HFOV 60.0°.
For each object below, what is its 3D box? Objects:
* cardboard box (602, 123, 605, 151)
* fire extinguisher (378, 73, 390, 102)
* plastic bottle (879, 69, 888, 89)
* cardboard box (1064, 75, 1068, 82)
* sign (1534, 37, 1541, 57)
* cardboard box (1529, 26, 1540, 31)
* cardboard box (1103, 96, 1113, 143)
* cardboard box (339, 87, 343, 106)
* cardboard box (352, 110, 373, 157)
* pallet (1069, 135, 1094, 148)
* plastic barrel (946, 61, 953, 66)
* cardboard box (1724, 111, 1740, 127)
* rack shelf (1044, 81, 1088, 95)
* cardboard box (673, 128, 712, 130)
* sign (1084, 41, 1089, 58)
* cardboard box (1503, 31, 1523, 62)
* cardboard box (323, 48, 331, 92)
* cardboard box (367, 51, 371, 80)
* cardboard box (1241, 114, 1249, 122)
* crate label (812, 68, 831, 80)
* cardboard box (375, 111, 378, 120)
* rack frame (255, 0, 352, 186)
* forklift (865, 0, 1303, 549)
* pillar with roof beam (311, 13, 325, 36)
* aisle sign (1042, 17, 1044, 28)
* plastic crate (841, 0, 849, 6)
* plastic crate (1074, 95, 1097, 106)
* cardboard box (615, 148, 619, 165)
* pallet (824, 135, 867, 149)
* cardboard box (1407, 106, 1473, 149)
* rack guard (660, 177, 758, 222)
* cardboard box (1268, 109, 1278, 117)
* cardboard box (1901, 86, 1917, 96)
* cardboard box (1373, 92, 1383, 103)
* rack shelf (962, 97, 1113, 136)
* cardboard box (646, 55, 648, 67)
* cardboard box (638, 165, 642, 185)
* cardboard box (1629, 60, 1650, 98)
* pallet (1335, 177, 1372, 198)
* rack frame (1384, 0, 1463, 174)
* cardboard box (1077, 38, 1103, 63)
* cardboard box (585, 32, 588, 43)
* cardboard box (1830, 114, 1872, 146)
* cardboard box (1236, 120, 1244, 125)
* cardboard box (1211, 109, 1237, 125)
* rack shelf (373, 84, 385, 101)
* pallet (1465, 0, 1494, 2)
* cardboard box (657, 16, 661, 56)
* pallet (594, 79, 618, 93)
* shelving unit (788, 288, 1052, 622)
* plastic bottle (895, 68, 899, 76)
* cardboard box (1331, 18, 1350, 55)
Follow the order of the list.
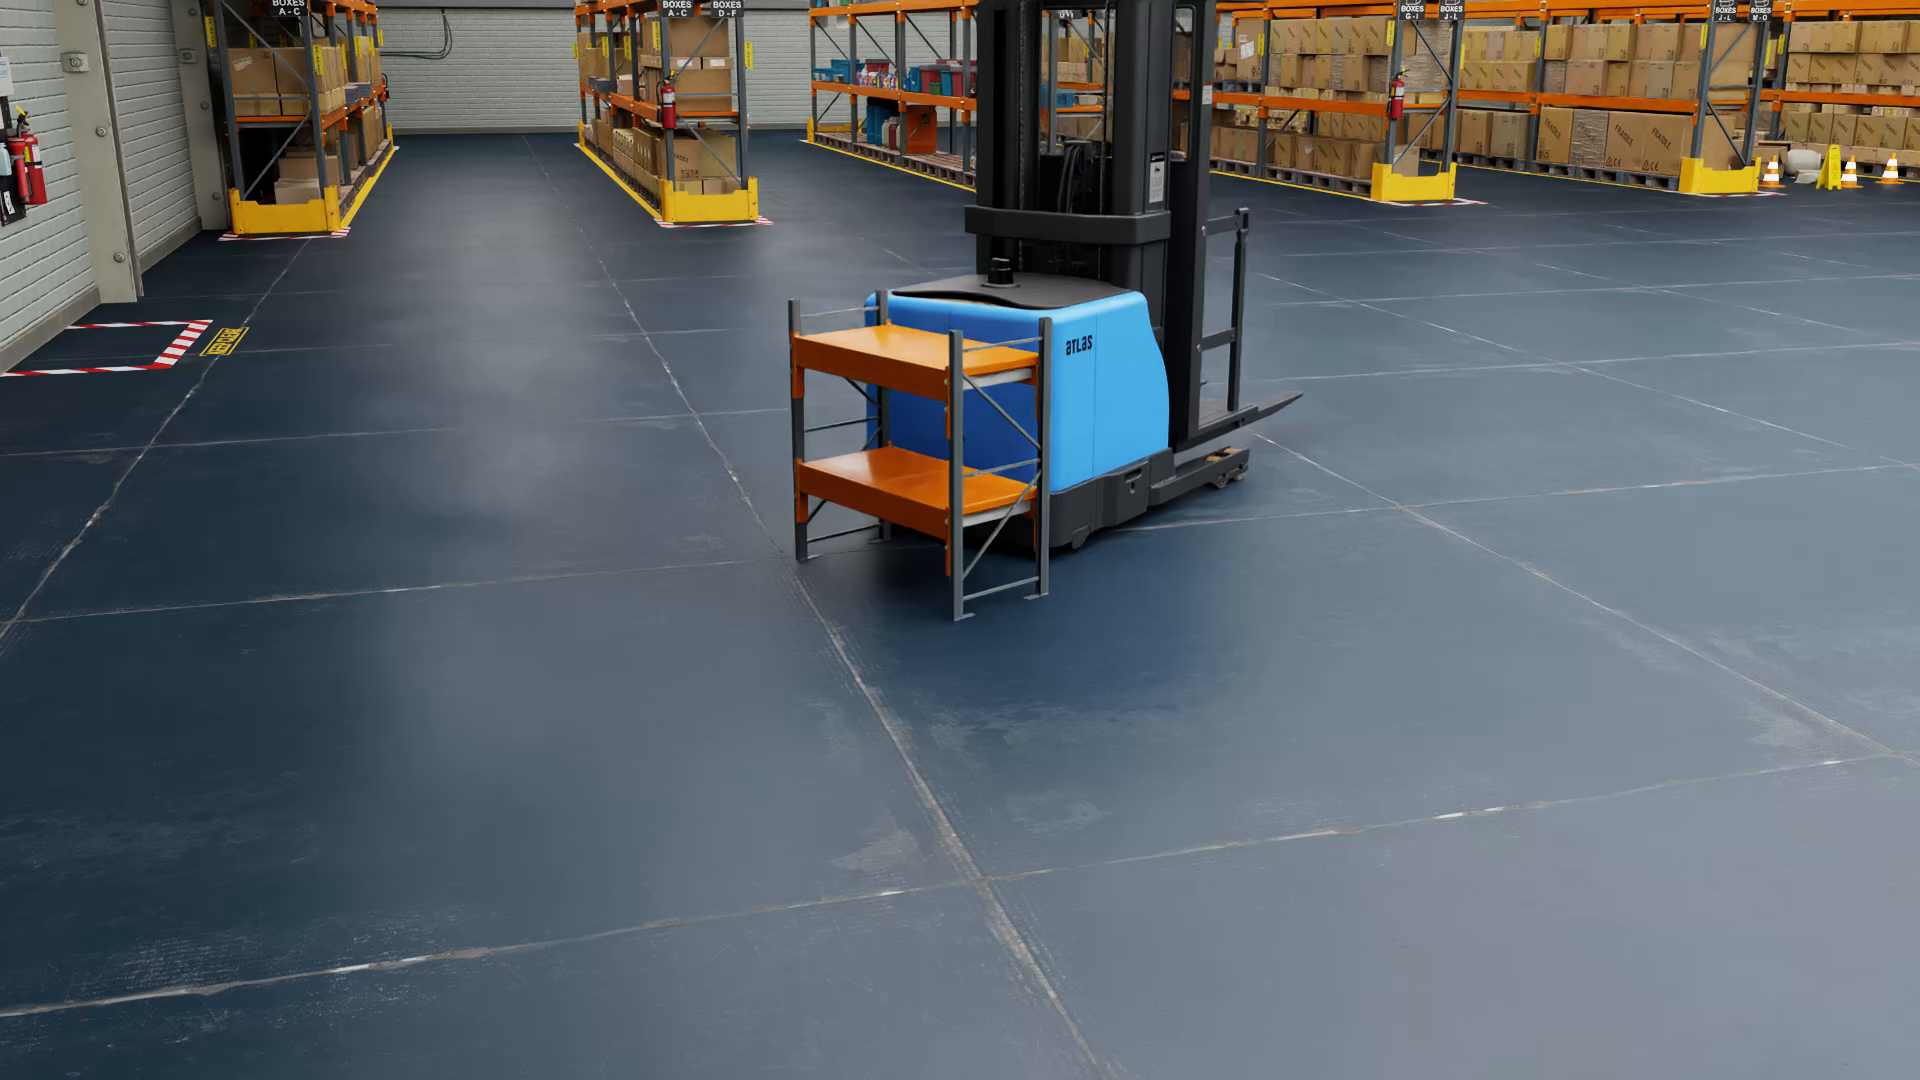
[{"bbox_3d":[-6.237,-7.339,30.252,0.500,0.500,0.500,-4,17,-15],"label":"cardboard box"},{"bbox_3d":[-11.882,-9.341,34.117,0.296,0.674,0.183,-5,17,-15],"label":"fire extinguisher"},{"bbox_3d":[-1.399,-8.467,30.510,0.144,0.351,0.185,-5,17,-15],"label":"plastic bottle"},{"bbox_3d":[2.421,-9.769,35.198,0.380,0.149,0.250,-4,17,-14],"label":"cardboard box"},{"bbox_3d":[9.580,-8.169,27.558,0.100,0.325,0.005,-5,17,-15],"label":"sign"},{"bbox_3d":[12.794,-11.275,36.735,0.380,0.149,0.250,-5,17,-16],"label":"cardboard box"},{"bbox_3d":[3.545,-8.308,32.858,1.225,0.875,0.875,-5,18,-17],"label":"cardboard box"},{"bbox_3d":[-8.435,-5.851,21.943,0.500,0.250,0.500,-5,17,-15],"label":"cardboard box"},{"bbox_3d":[-10.396,-6.893,28.194,0.750,0.750,0.750,-5,17,-16],"label":"cardboard box"},{"bbox_3d":[2.970,-8.428,35.141,1.003,0.211,1.213,-5,17,-15],"label":"pallet"},{"bbox_3d":[-0.072,-7.834,28.125,0.421,0.512,0.421,0,17,0],"label":"plastic barrel"},{"bbox_3d":[17.476,-9.429,37.244,0.500,0.500,0.500,-5,17,-16],"label":"cardboard box"},{"bbox_3d":[2.554,-9.755,35.965,1.077,0.370,4.000,-5,17,-15],"label":"rack shelf"},{"bbox_3d":[-3.760,-5.545,23.443,0.500,0.500,0.500,-5,17,-15],"label":"cardboard box"},{"bbox_3d":[2.570,-9.955,33.736,0.100,0.325,0.005,-5,17,-15],"label":"sign"},{"bbox_3d":[9.813,-8.504,28.636,0.700,0.500,0.500,-5,17,-16],"label":"cardboard box"},{"bbox_3d":[-7.855,-5.643,19.945,0.500,0.500,0.500,-5,17,-15],"label":"cardboard box"},{"bbox_3d":[-10.815,-8.464,29.689,0.500,0.500,0.500,-5,17,-16],"label":"cardboard box"},{"bbox_3d":[6.719,-9.750,38.405,0.380,0.149,0.250,-5,17,-16],"label":"cardboard box"},{"bbox_3d":[-3.007,-10.116,36.101,0.416,0.233,0.303,-5,17,-15],"label":"crate label"},{"bbox_3d":[-11.210,-8.010,31.393,0.380,0.149,0.250,-4,17,-13],"label":"cardboard box"},{"bbox_3d":[-8.986,-6.159,22.741,1.000,3.000,0.127,-5,17,-15],"label":"rack frame"},{"bbox_3d":[0.818,-1.730,8.116,1.130,2.935,3.031,11,20,33],"label":"forklift"},{"bbox_3d":[-9.718,-13.370,36.320,9.100,9.000,0.400,-5,17,-15],"label":"pillar with roof beam"},{"bbox_3d":[1.696,-11.894,37.316,0.394,0.787,0.004,-5,17,-15],"label":"aisle sign"},{"bbox_3d":[-2.066,-10.583,32.625,0.450,0.188,0.662,-5,17,-15],"label":"plastic crate"},{"bbox_3d":[1.702,-5.982,22.612,0.298,0.136,0.250,-5,17,-15],"label":"plastic crate"},{"bbox_3d":[-5.323,-6.235,27.045,0.500,0.250,0.500,-5,17,-17],"label":"cardboard box"},{"bbox_3d":[-2.237,-8.358,34.909,1.003,0.211,1.213,-5,17,-15],"label":"pallet"},{"bbox_3d":[9.080,-7.752,31.227,1.050,0.750,0.750,-5,17,-16],"label":"cardboard box"},{"bbox_3d":[-3.118,-4.241,20.703,1.175,0.500,0.348,-5,17,-15],"label":"rack guard"},{"bbox_3d":[6.999,-9.604,37.401,0.380,0.149,0.250,-4,17,-14],"label":"cardboard box"},{"bbox_3d":[15.295,-7.180,26.577,0.380,0.149,0.250,-4,17,-14],"label":"cardboard box"},{"bbox_3d":[6.056,-6.239,23.444,0.380,0.149,0.250,-5,17,-15],"label":"cardboard box"},{"bbox_3d":[1.089,-6.044,23.611,1.077,0.370,4.000,-5,17,-15],"label":"rack shelf"},{"bbox_3d":[-4.121,-6.607,22.933,0.380,0.149,0.250,-5,17,-16],"label":"cardboard box"},{"bbox_3d":[-4.256,-5.145,23.415,0.500,0.250,0.500,-5,17,-15],"label":"cardboard box"},{"bbox_3d":[10.847,-7.078,25.539,0.875,0.550,0.550,-5,17,-15],"label":"cardboard box"},{"bbox_3d":[6.191,-5.140,24.198,1.003,0.211,1.213,-5,17,-15],"label":"pallet"},{"bbox_3d":[6.401,-6.227,22.969,1.000,3.000,0.127,-5,17,-15],"label":"rack frame"},{"bbox_3d":[2.720,-10.082,34.243,0.500,0.500,0.500,-4,17,-14],"label":"cardboard box"},{"bbox_3d":[-6.954,-9.552,32.126,0.500,0.500,0.500,-5,17,-16],"label":"cardboard box"},{"bbox_3d":[15.032,-6.885,27.906,0.500,0.500,0.500,-4,17,-12],"label":"cardboard box"},{"bbox_3d":[6.637,-9.683,38.698,0.380,0.149,0.250,-4,17,-14],"label":"cardboard box"},{"bbox_3d":[4.571,-7.484,29.430,0.500,0.250,0.500,-3,17,-9],"label":"cardboard box"},{"bbox_3d":[-11.734,-8.580,32.053,1.077,0.370,4.000,-5,17,-15],"label":"rack shelf"},{"bbox_3d":[9.537,-9.667,29.536,1.003,0.211,1.213,-4,17,-13],"label":"pallet"},{"bbox_3d":[-3.544,-6.544,21.593,0.700,0.500,0.500,-5,17,-15],"label":"cardboard box"},{"bbox_3d":[-5.577,-7.748,28.365,1.213,0.211,1.003,-5,17,-15],"label":"pallet"},{"bbox_3d":[-0.176,-0.383,6.772,0.538,1.125,1.048,-14,22,-39],"label":"shelving unit"},{"bbox_3d":[-1.180,-8.840,31.754,0.144,0.351,0.185,-5,17,-15],"label":"plastic bottle"},{"bbox_3d":[5.734,-7.305,24.130,0.500,0.500,0.500,-5,17,-15],"label":"cardboard box"}]
